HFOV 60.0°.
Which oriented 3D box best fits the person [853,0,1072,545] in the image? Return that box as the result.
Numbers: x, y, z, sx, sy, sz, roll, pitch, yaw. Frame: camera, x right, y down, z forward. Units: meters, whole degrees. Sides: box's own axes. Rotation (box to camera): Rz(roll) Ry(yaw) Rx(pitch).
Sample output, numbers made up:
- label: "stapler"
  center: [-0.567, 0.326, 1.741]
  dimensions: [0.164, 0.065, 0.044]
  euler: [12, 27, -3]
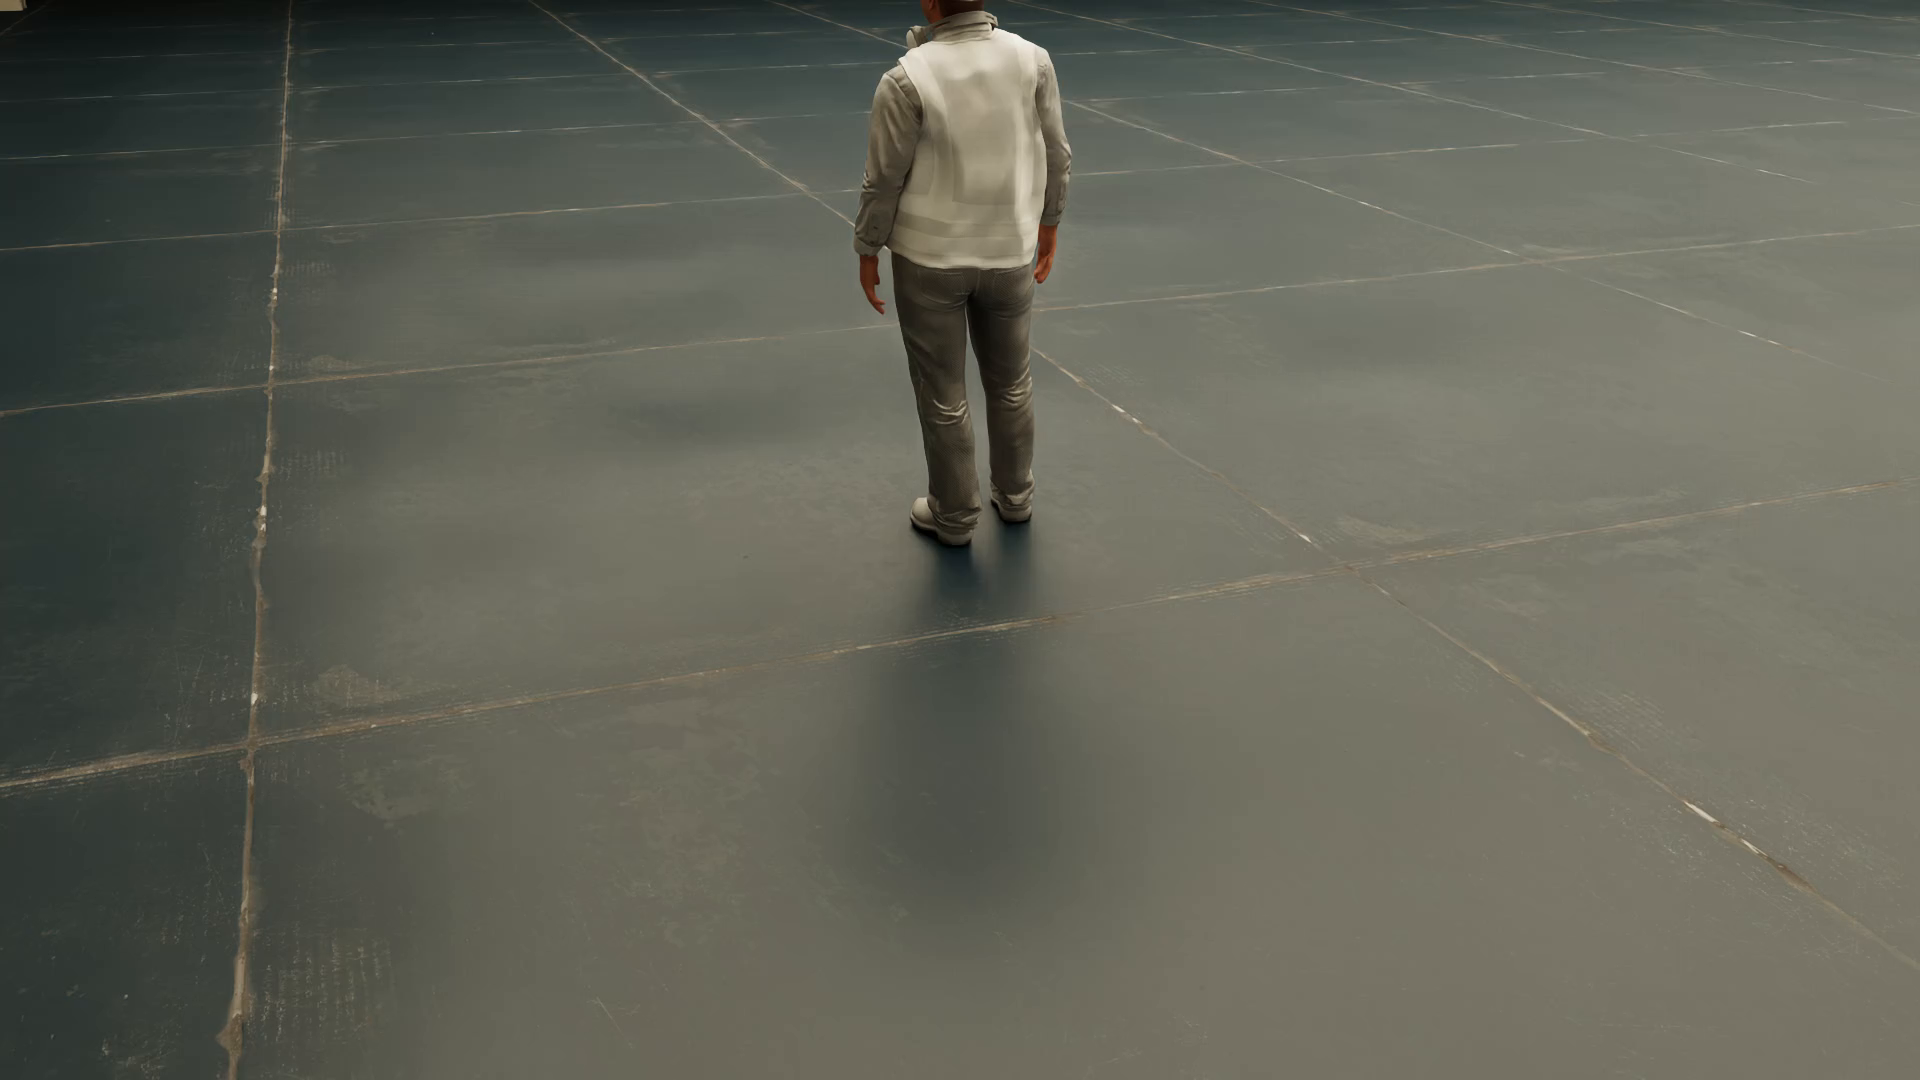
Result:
- label: "person"
  center: [-0.013, -0.848, 4.789]
  dimensions: [0.632, 1.773, 0.568]
  euler: [-8, 24, -18]
